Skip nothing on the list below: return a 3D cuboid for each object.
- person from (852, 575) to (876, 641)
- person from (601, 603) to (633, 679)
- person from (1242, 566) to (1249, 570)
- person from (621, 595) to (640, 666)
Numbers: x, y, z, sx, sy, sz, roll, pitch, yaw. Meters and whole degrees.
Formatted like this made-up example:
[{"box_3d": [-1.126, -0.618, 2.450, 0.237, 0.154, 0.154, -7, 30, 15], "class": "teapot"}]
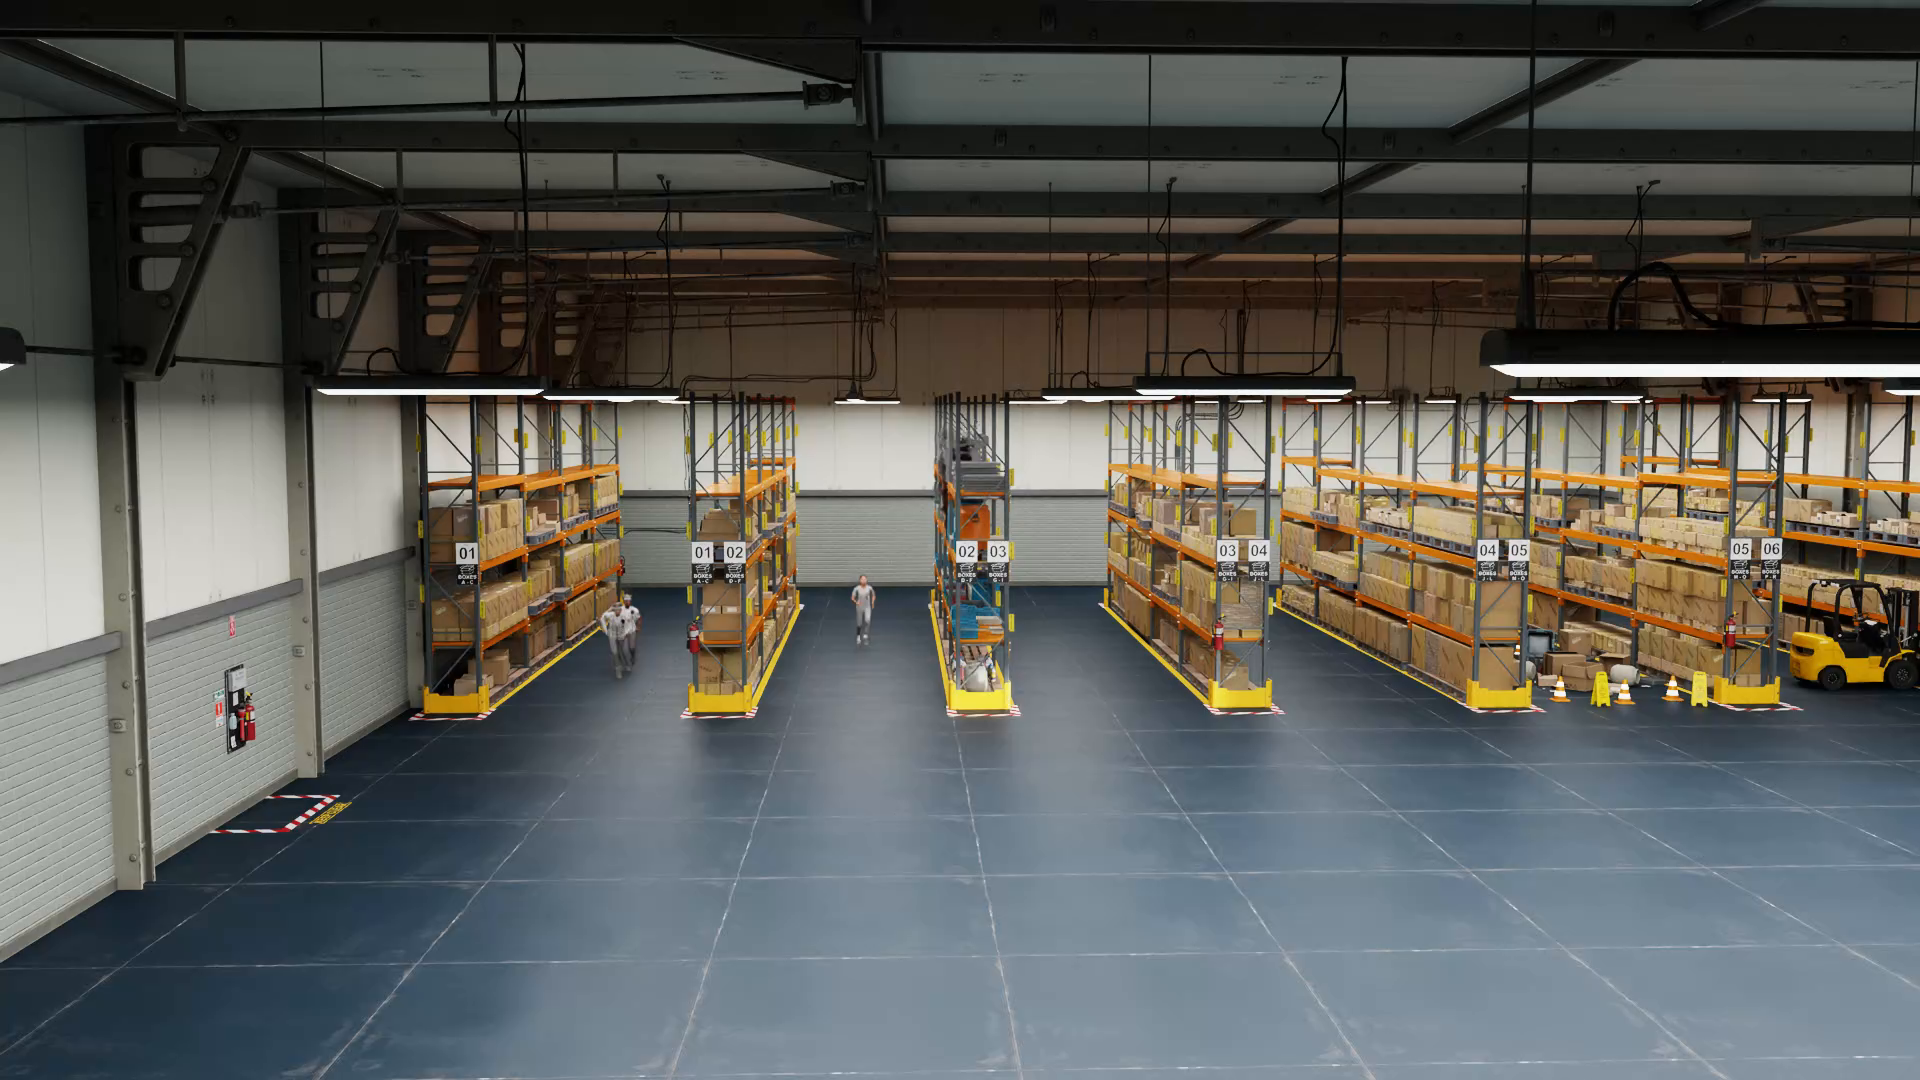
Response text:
[{"box_3d": [-2.258, 1.620, 39.169, 0.574, 1.608, 0.776, -1, 5, -10], "class": "person"}, {"box_3d": [-7.302, 2.113, 35.438, 0.654, 1.628, 0.979, -1, 5, -9], "class": "person"}, {"box_3d": [7.704, 1.249, 45.114, 0.714, 1.733, 0.791, -1, 5, -8], "class": "person"}, {"box_3d": [-7.206, 1.973, 36.094, 0.534, 1.587, 0.467, -1, 5, -9], "class": "person"}]
